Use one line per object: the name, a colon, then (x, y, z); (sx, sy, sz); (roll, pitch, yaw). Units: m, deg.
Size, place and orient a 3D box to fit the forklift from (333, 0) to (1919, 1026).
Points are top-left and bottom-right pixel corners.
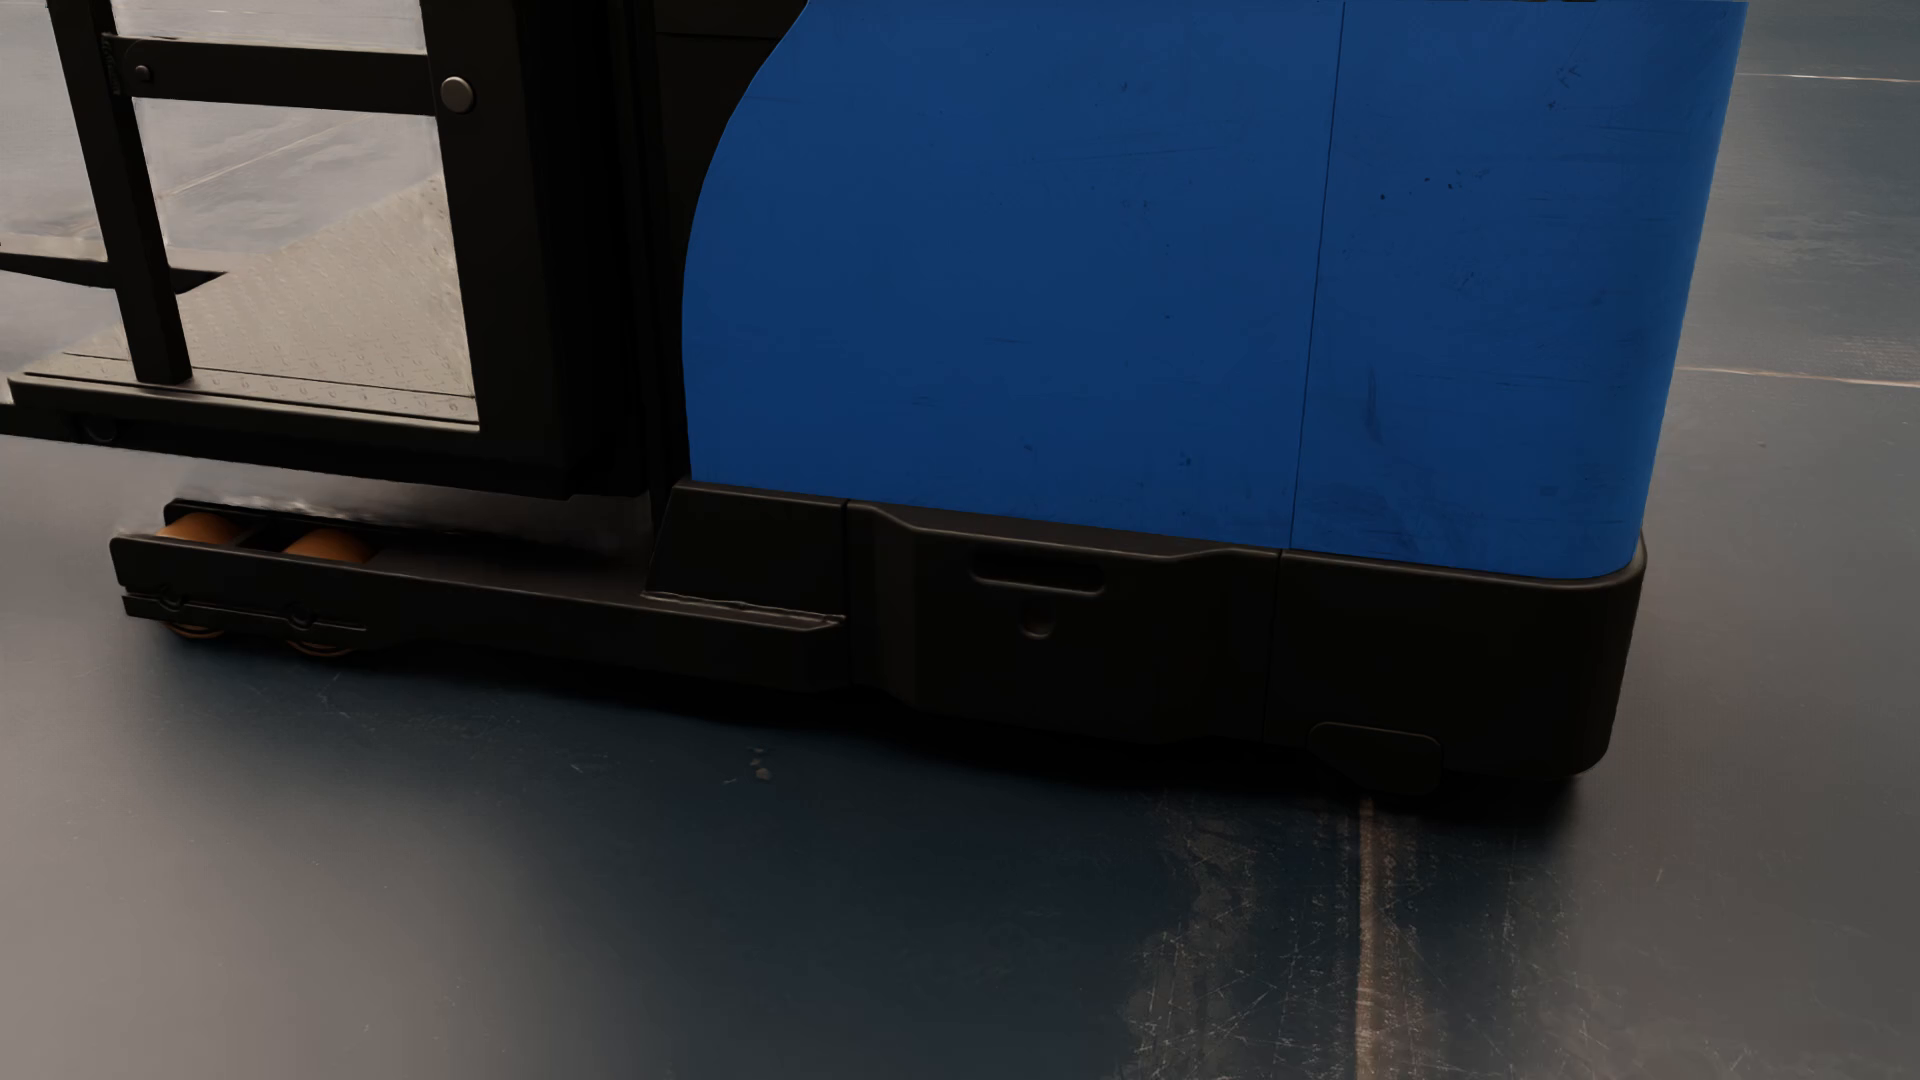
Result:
forklift: (0.511, -1.118, 1.462); (3.031, 2.935, 1.130); (23, 35, 38)
